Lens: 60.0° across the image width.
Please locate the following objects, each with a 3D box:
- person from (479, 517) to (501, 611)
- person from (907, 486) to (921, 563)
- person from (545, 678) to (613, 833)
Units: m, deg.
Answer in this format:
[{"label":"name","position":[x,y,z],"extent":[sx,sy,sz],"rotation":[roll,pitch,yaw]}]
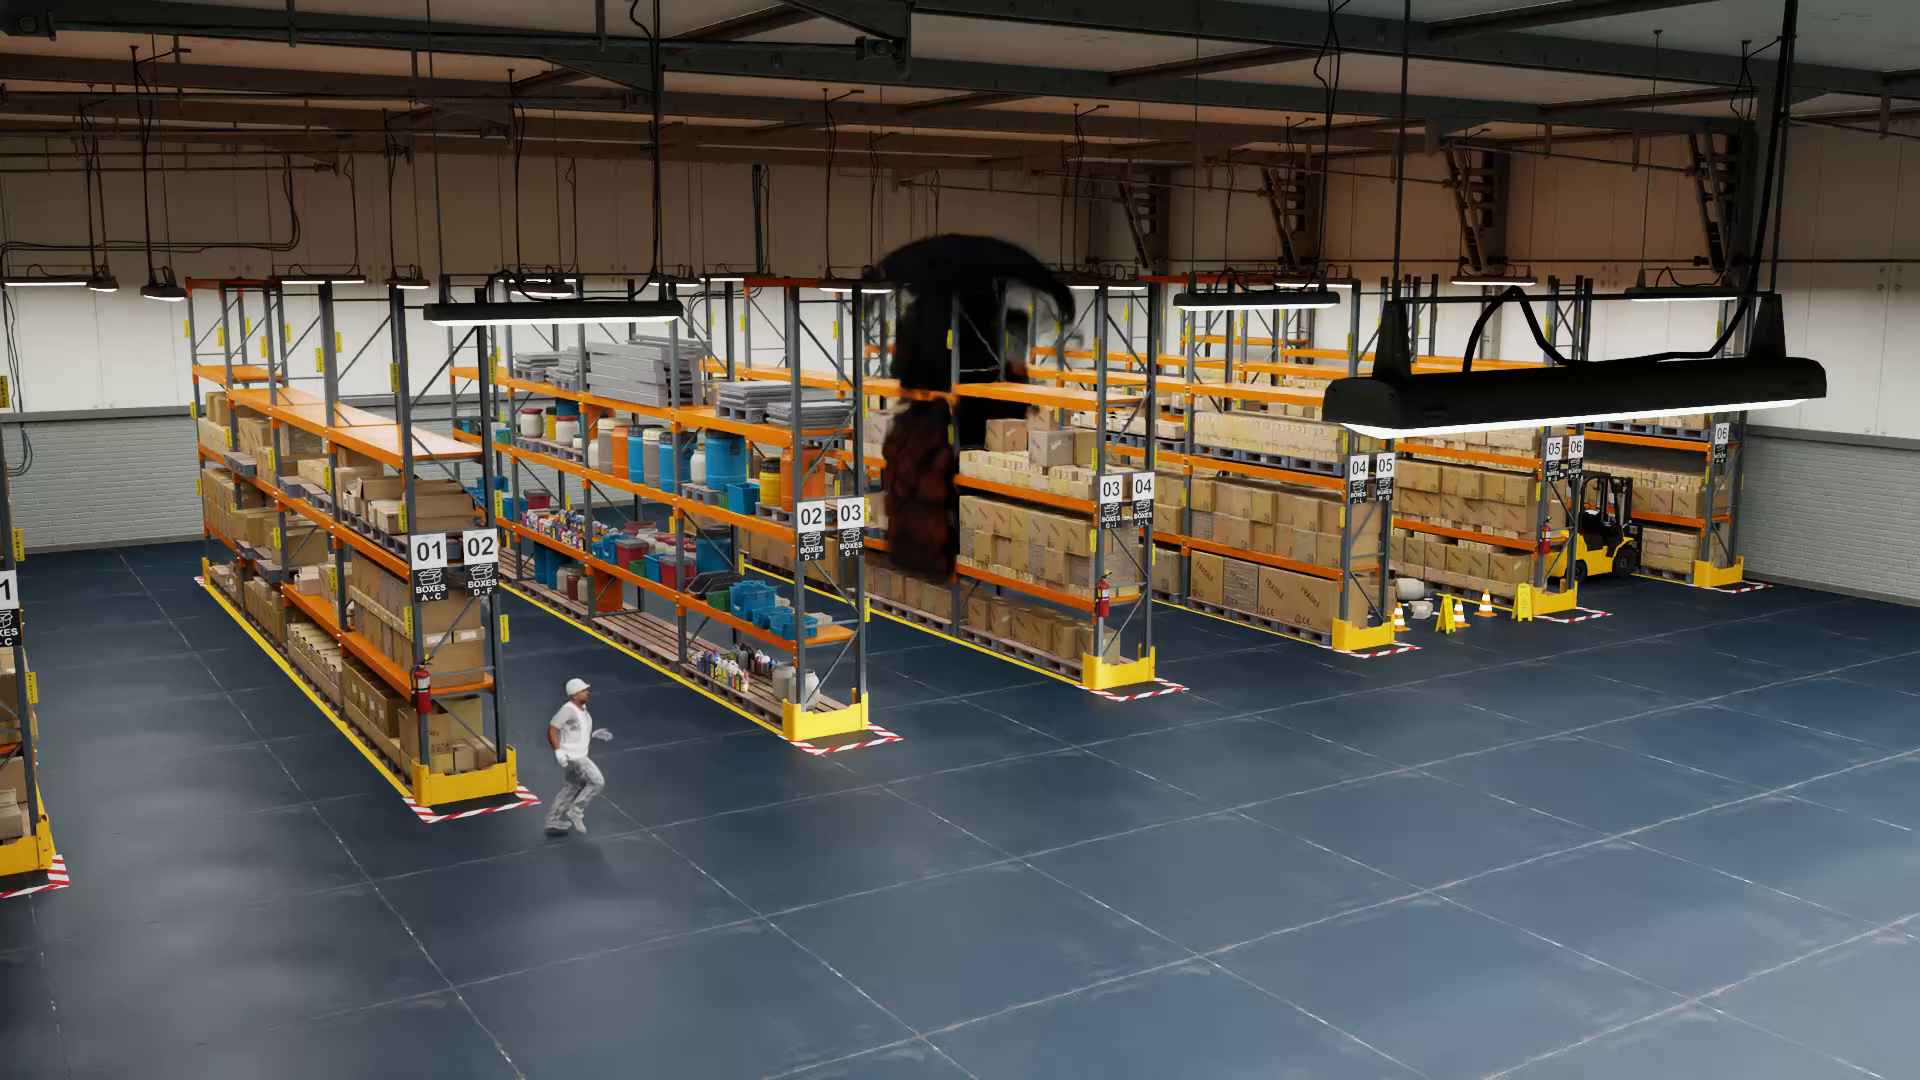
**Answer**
[{"label":"person","position":[-8.343,0.412,29.248],"extent":[0.519,1.623,0.770],"rotation":[-8,13,-41]},{"label":"person","position":[-1.036,-0.340,35.214],"extent":[0.615,1.602,0.707],"rotation":[-7,12,-37]},{"label":"person","position":[-4.265,2.394,18.517],"extent":[0.778,1.743,0.602],"rotation":[-1,10,-7]}]
